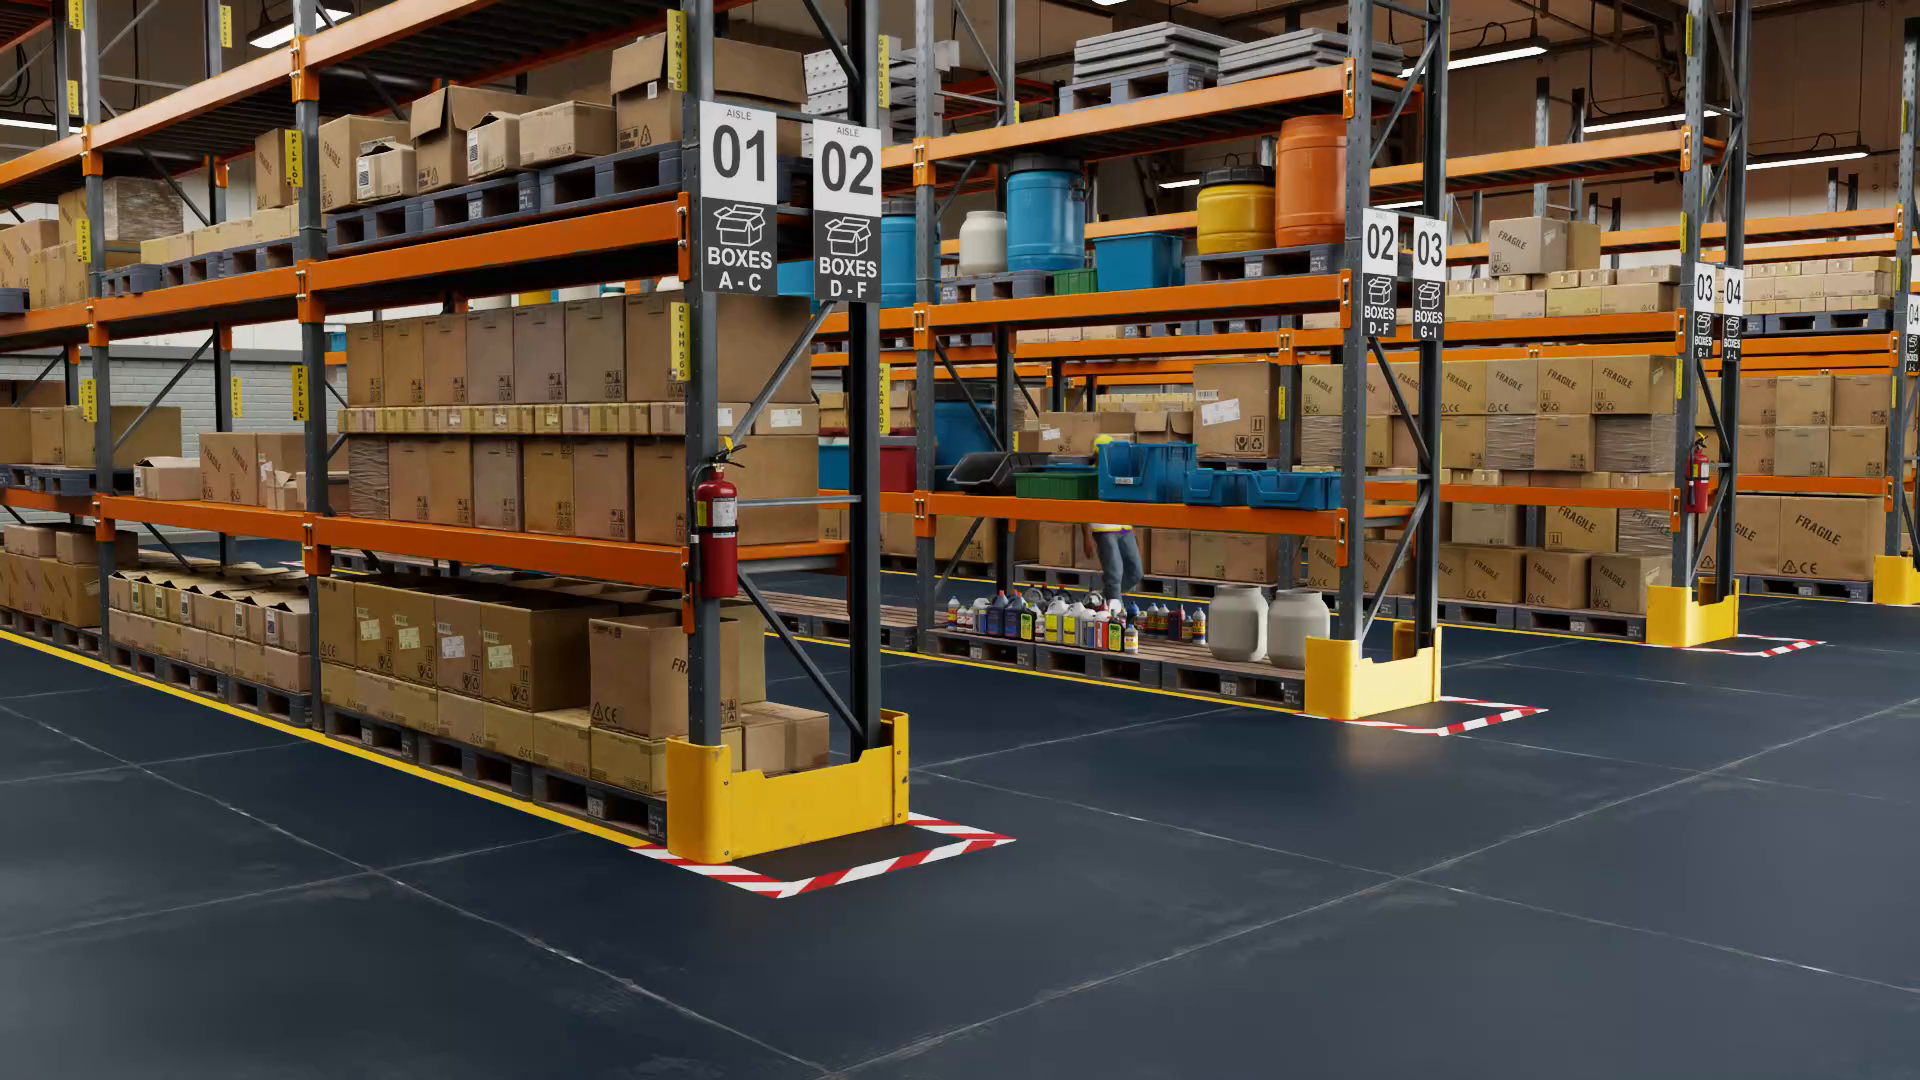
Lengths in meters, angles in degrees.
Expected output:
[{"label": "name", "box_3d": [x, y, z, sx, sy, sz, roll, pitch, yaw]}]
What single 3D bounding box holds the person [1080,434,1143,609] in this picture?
[{"label": "person", "box_3d": [1.369, -0.050, 14.666, 0.631, 1.764, 0.659, -4, 5, -45]}]
